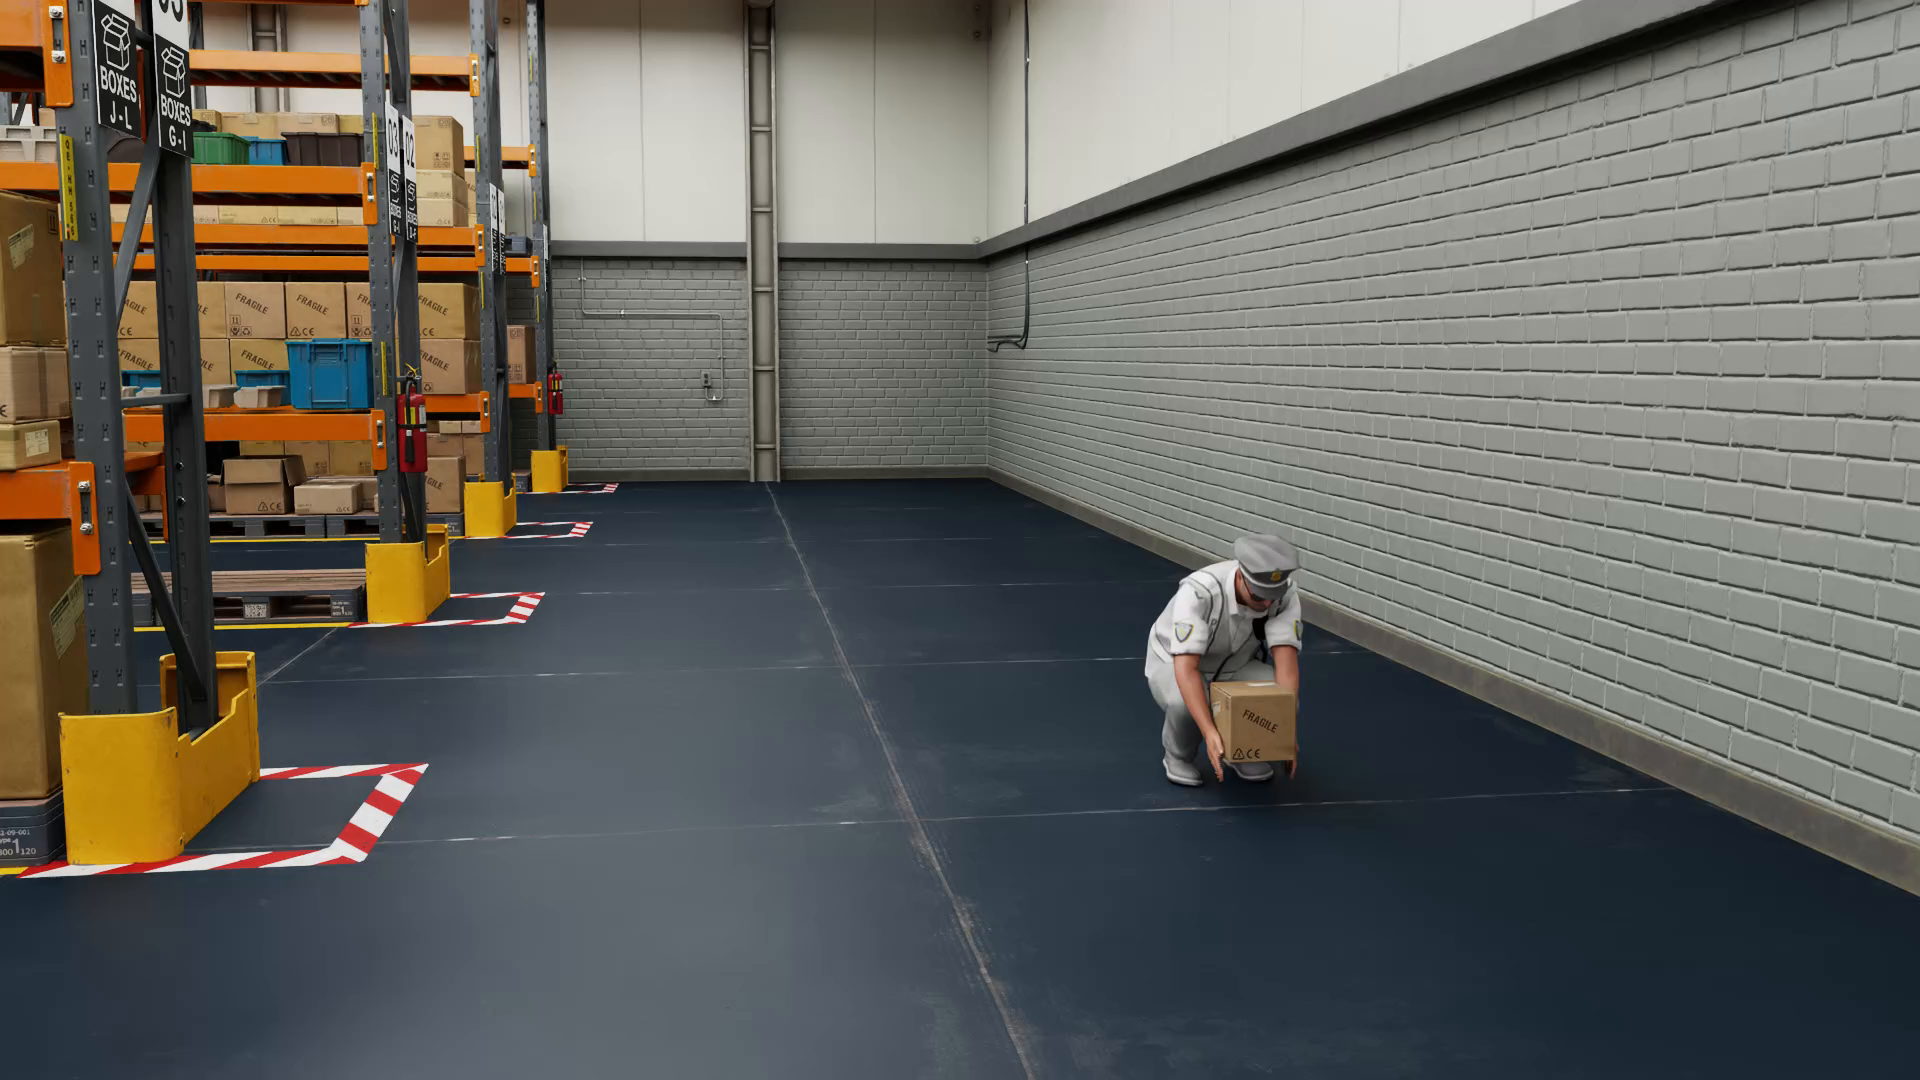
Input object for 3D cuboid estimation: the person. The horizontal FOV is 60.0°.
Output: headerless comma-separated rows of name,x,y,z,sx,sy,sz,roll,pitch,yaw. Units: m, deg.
person,1.038,0.460,6.482,0.537,1.012,0.908,-1,7,-9
